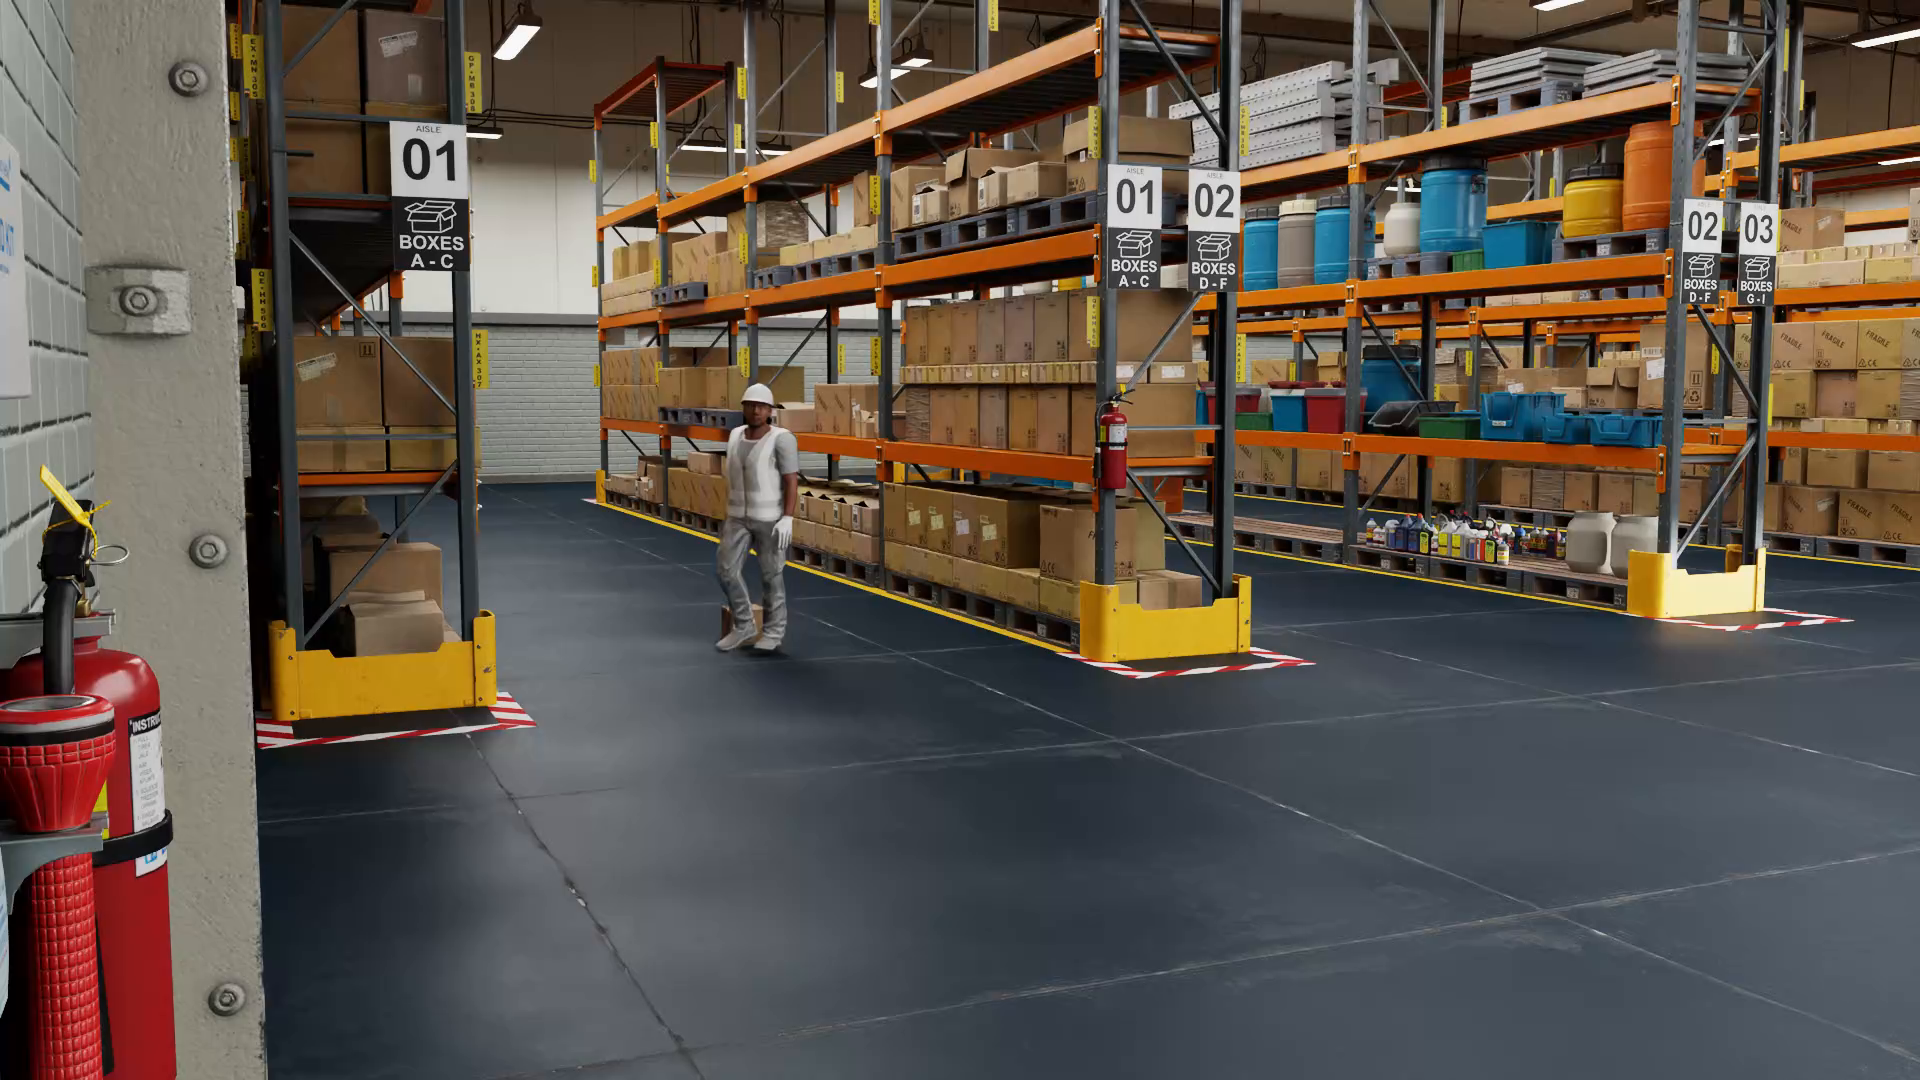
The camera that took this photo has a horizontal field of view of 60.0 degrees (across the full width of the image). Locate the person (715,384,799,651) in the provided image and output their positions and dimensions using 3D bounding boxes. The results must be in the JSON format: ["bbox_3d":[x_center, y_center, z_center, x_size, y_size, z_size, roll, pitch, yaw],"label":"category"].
[{"bbox_3d":[-1.313,-0.138,10.921,0.619,1.763,0.519,2,6,22],"label":"person"}]
